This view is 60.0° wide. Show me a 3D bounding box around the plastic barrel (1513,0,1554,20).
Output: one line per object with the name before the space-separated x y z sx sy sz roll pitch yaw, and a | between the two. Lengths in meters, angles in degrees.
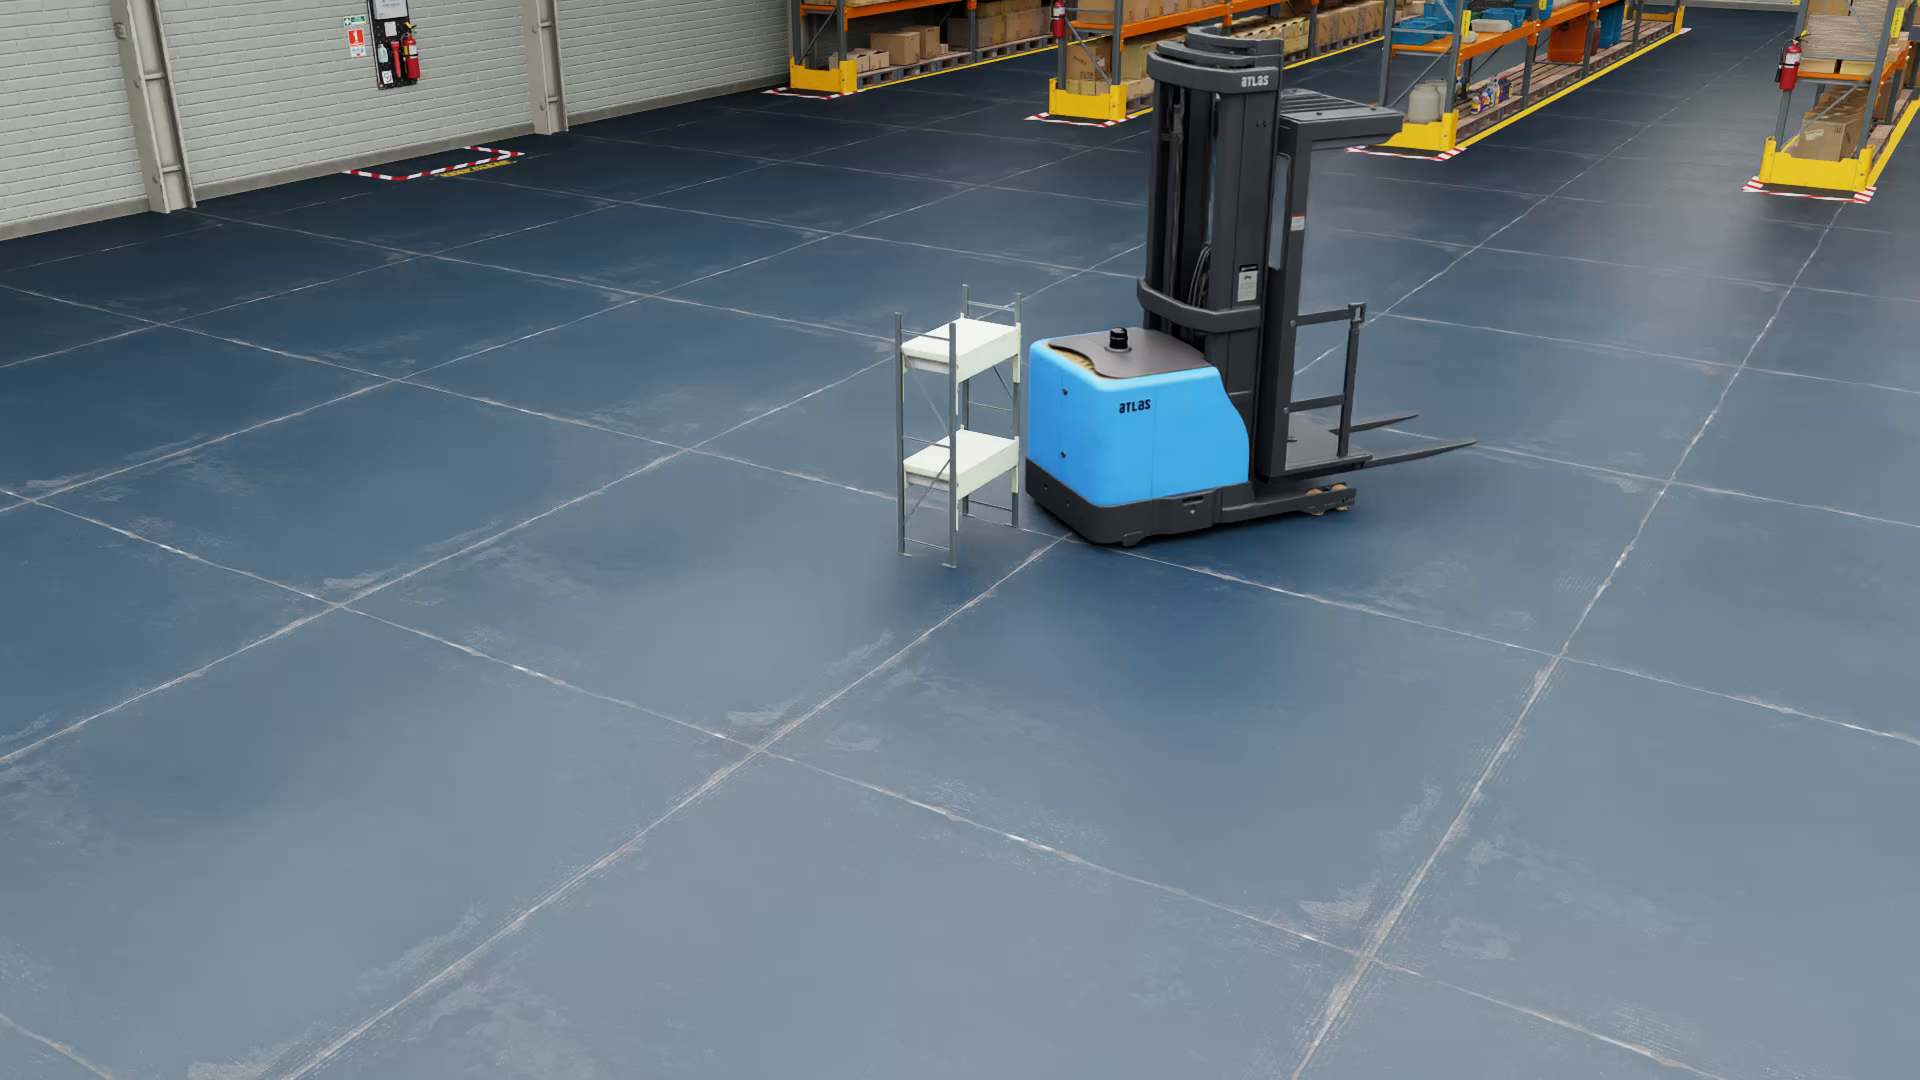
plastic barrel | 8.696 -8.366 25.168 0.600 0.901 0.708 14 27 29

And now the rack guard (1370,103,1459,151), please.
rack guard | 6.125 -5.607 22.573 1.175 0.500 0.348 14 27 29

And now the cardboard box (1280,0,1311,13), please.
cardboard box | 6.459 -10.242 31.782 0.500 0.250 0.500 15 28 31

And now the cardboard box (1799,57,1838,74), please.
cardboard box | 10.308 -5.705 19.969 0.380 0.149 0.250 14 27 29

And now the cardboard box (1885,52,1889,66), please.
cardboard box | 11.230 -5.945 20.524 0.380 0.149 0.250 14 27 29

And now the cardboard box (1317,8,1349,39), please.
cardboard box | 7.162 -9.953 32.058 0.500 0.500 0.500 13 27 28

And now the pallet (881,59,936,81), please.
pallet | -1.149 -8.218 28.967 1.003 0.211 1.213 14 27 29

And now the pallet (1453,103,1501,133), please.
pallet | 7.202 -6.158 24.209 1.003 0.211 1.213 14 27 29

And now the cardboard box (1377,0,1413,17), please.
cardboard box | 9.235 -11.500 35.627 0.797 0.503 0.637 14 27 29

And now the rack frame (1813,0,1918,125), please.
rack frame | 12.443 -7.031 22.716 1.000 3.000 0.127 14 27 29

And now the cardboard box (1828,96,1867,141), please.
cardboard box | 11.641 -5.529 21.864 0.500 0.500 0.500 11 26 24

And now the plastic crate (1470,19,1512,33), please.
plastic crate | 7.594 -7.347 23.777 0.530 0.136 0.437 14 27 29

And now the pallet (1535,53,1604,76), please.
pallet | 10.725 -8.414 29.421 1.003 0.211 1.213 14 27 29

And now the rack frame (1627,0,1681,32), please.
rack frame | 14.565 -12.119 34.469 1.000 3.000 0.127 14 27 29

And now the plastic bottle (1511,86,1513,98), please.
plastic bottle | 8.308 -6.799 25.148 0.097 0.201 0.097 0 23 0

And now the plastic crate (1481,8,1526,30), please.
plastic crate | 7.882 -7.570 24.149 0.499 0.251 0.616 14 27 29

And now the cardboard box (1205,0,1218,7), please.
cardboard box | 3.800 -9.003 27.145 0.700 0.500 0.500 13 27 28

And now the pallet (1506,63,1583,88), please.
pallet | 9.903 -7.886 28.201 1.003 0.211 1.213 14 27 29

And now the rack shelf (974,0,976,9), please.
rack shelf | 0.873 -10.490 31.611 1.077 0.370 4.000 14 27 29

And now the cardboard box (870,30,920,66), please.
cardboard box | -1.120 -8.494 28.688 0.700 0.500 0.500 12 26 26

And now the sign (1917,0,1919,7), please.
sign | 12.908 -7.317 22.287 0.100 0.325 0.005 14 27 29

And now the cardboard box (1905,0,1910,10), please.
cardboard box | 11.387 -6.787 20.393 0.500 0.500 0.500 14 27 29

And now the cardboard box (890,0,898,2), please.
cardboard box | -1.229 -9.182 27.849 0.500 0.250 0.500 13 27 28

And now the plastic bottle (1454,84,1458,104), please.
plastic bottle | 7.272 -6.606 24.608 0.152 0.276 0.135 14 27 29

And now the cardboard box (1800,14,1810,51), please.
cardboard box | 10.808 -6.237 20.382 0.875 0.500 0.500 14 27 29

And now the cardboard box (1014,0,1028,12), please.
cardboard box | 0.972 -10.286 31.884 0.500 0.250 0.500 14 27 29

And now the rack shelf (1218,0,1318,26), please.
rack shelf | 5.084 -9.453 29.216 1.077 0.370 4.000 14 27 29

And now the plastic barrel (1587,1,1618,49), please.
plastic barrel | 11.780 -9.580 30.716 0.600 0.901 0.708 14 27 29

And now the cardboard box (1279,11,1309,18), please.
cardboard box | 6.433 -9.878 31.885 0.500 0.500 0.500 15 28 31

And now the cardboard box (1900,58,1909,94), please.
cardboard box | 14.216 -7.205 25.711 0.700 0.500 0.500 12 26 26

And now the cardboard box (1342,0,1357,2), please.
cardboard box | 7.786 -10.751 33.901 0.500 0.500 0.500 13 26 27

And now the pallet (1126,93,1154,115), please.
pallet | 2.286 -6.745 25.566 1.003 0.211 1.213 14 27 29

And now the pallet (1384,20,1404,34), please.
pallet | 8.612 -10.760 34.840 1.003 0.211 1.213 14 27 29

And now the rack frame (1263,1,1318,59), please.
rack frame | 6.139 -10.458 30.633 1.000 3.000 0.127 14 27 29

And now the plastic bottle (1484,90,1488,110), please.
plastic bottle | 7.580 -6.365 24.057 0.097 0.271 0.097 0 23 0

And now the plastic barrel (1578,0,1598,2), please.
plastic barrel | 10.357 -9.261 27.696 0.600 0.536 0.708 14 27 29

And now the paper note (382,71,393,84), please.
paper note | -7.310 -5.912 21.239 0.016 0.148 0.142 14 27 29

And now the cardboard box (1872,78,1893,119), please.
cardboard box | 12.785 -6.288 23.593 0.700 0.500 0.500 12 26 25

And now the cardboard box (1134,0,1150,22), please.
cardboard box | 2.449 -8.137 25.145 0.700 0.500 0.500 15 27 30

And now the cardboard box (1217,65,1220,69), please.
cardboard box | 3.970 -7.837 27.510 0.500 0.250 0.500 14 27 29

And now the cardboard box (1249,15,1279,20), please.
cardboard box | 5.613 -9.531 30.718 0.500 0.311 0.500 15 28 31

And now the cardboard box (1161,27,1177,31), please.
cardboard box | 3.261 -8.122 27.224 0.500 0.500 0.500 14 27 29

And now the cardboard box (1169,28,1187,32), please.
cardboard box | 3.696 -8.015 26.976 0.500 0.500 0.500 14 27 29

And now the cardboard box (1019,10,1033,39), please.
cardboard box | 0.984 -9.973 32.104 0.700 0.500 0.500 14 27 29

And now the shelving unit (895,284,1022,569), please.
shelving unit | -0.004 -0.686 9.947 0.431 1.500 0.755 14 27 29

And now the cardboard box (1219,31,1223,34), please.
cardboard box | 4.268 -8.670 28.729 0.500 0.311 0.500 15 27 30

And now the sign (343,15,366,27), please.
sign | -7.528 -6.456 20.675 0.001 0.109 0.331 14 27 29

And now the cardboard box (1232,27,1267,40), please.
cardboard box | 4.999 -8.727 28.859 0.500 0.311 0.500 13 27 27

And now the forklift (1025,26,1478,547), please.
forklift | 1.984 -1.680 10.442 3.031 2.935 1.130 -10 25 -22

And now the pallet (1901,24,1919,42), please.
pallet | 12.969 -7.170 23.279 1.003 0.211 1.213 14 27 29

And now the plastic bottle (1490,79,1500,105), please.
plastic bottle | 7.868 -6.604 24.509 0.144 0.351 0.185 14 27 29

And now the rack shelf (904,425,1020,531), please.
rack shelf | -0.004 -0.387 10.076 0.431 0.370 0.720 14 27 29
